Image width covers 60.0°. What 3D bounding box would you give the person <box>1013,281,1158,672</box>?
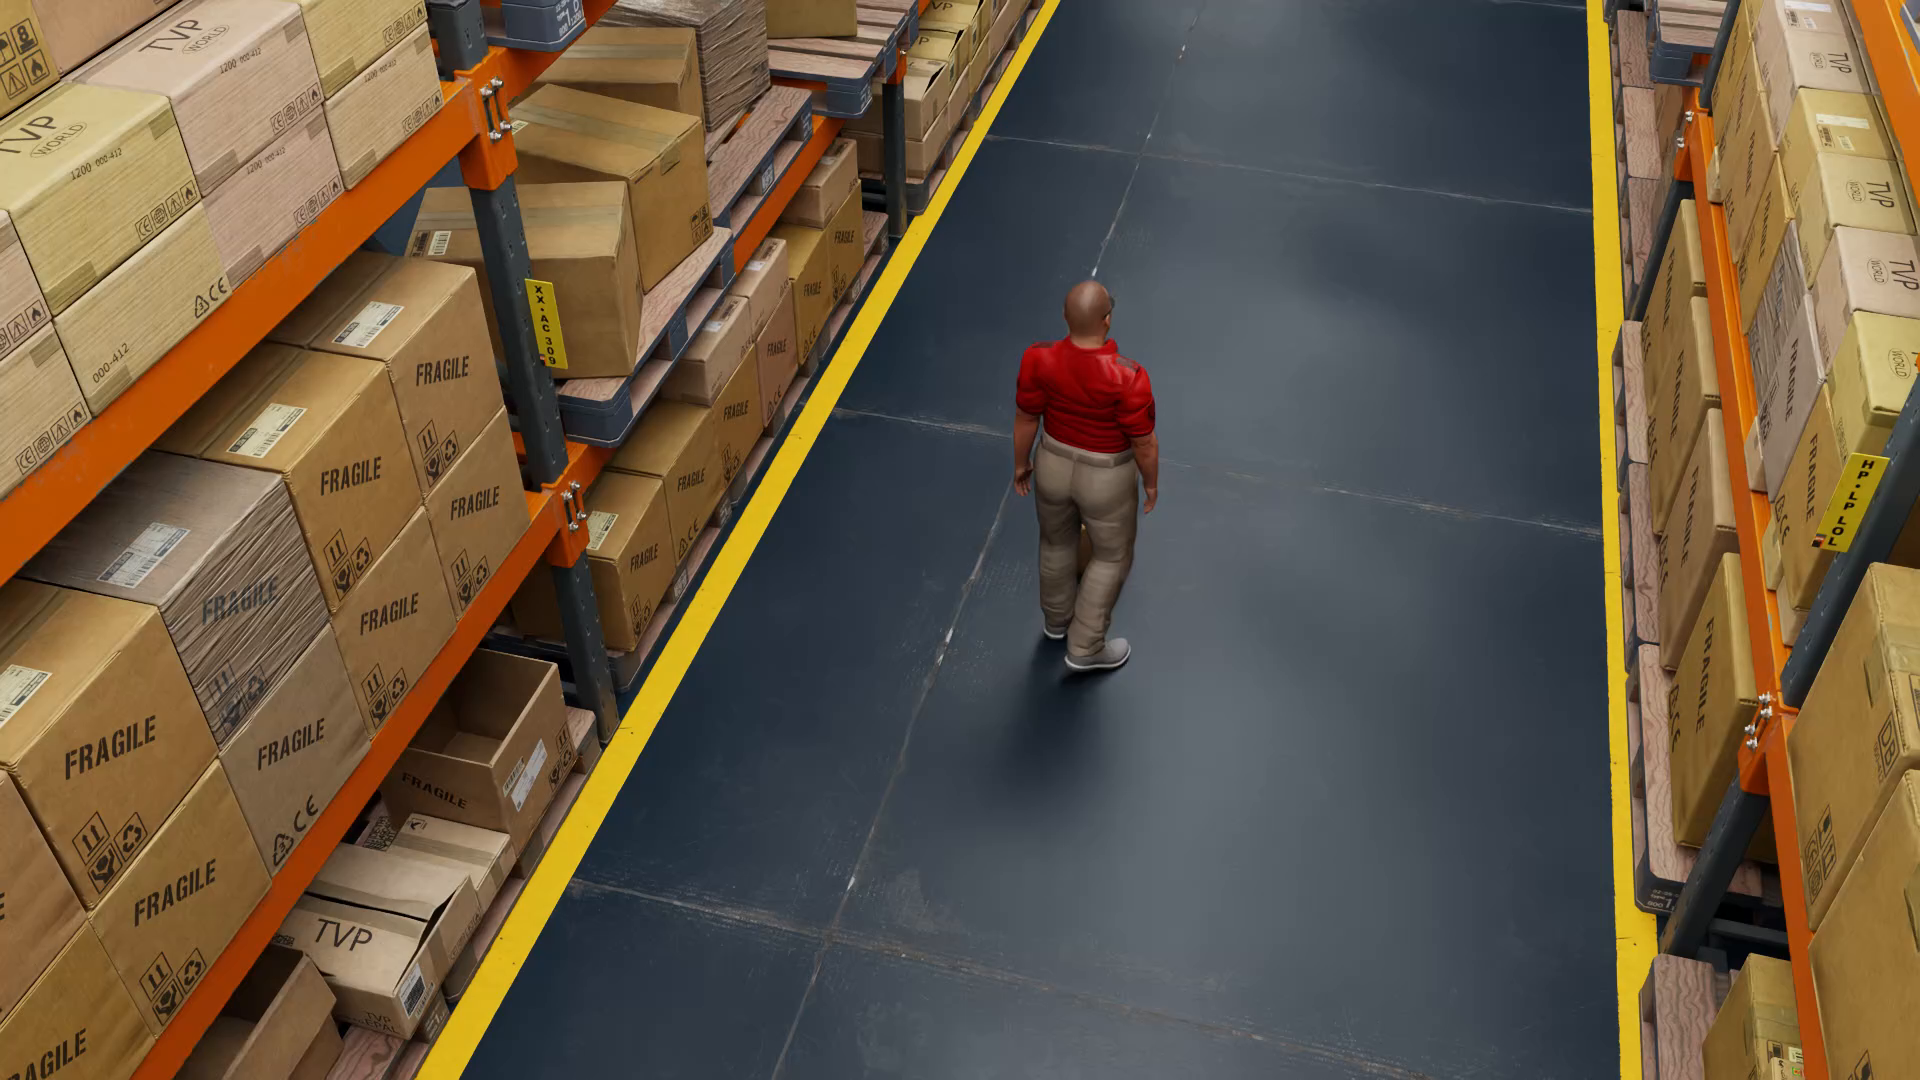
[{"bbox_3d":[0.484,-0.245,6.446,0.568,1.733,0.509,17,44,19],"label":"person"}]
